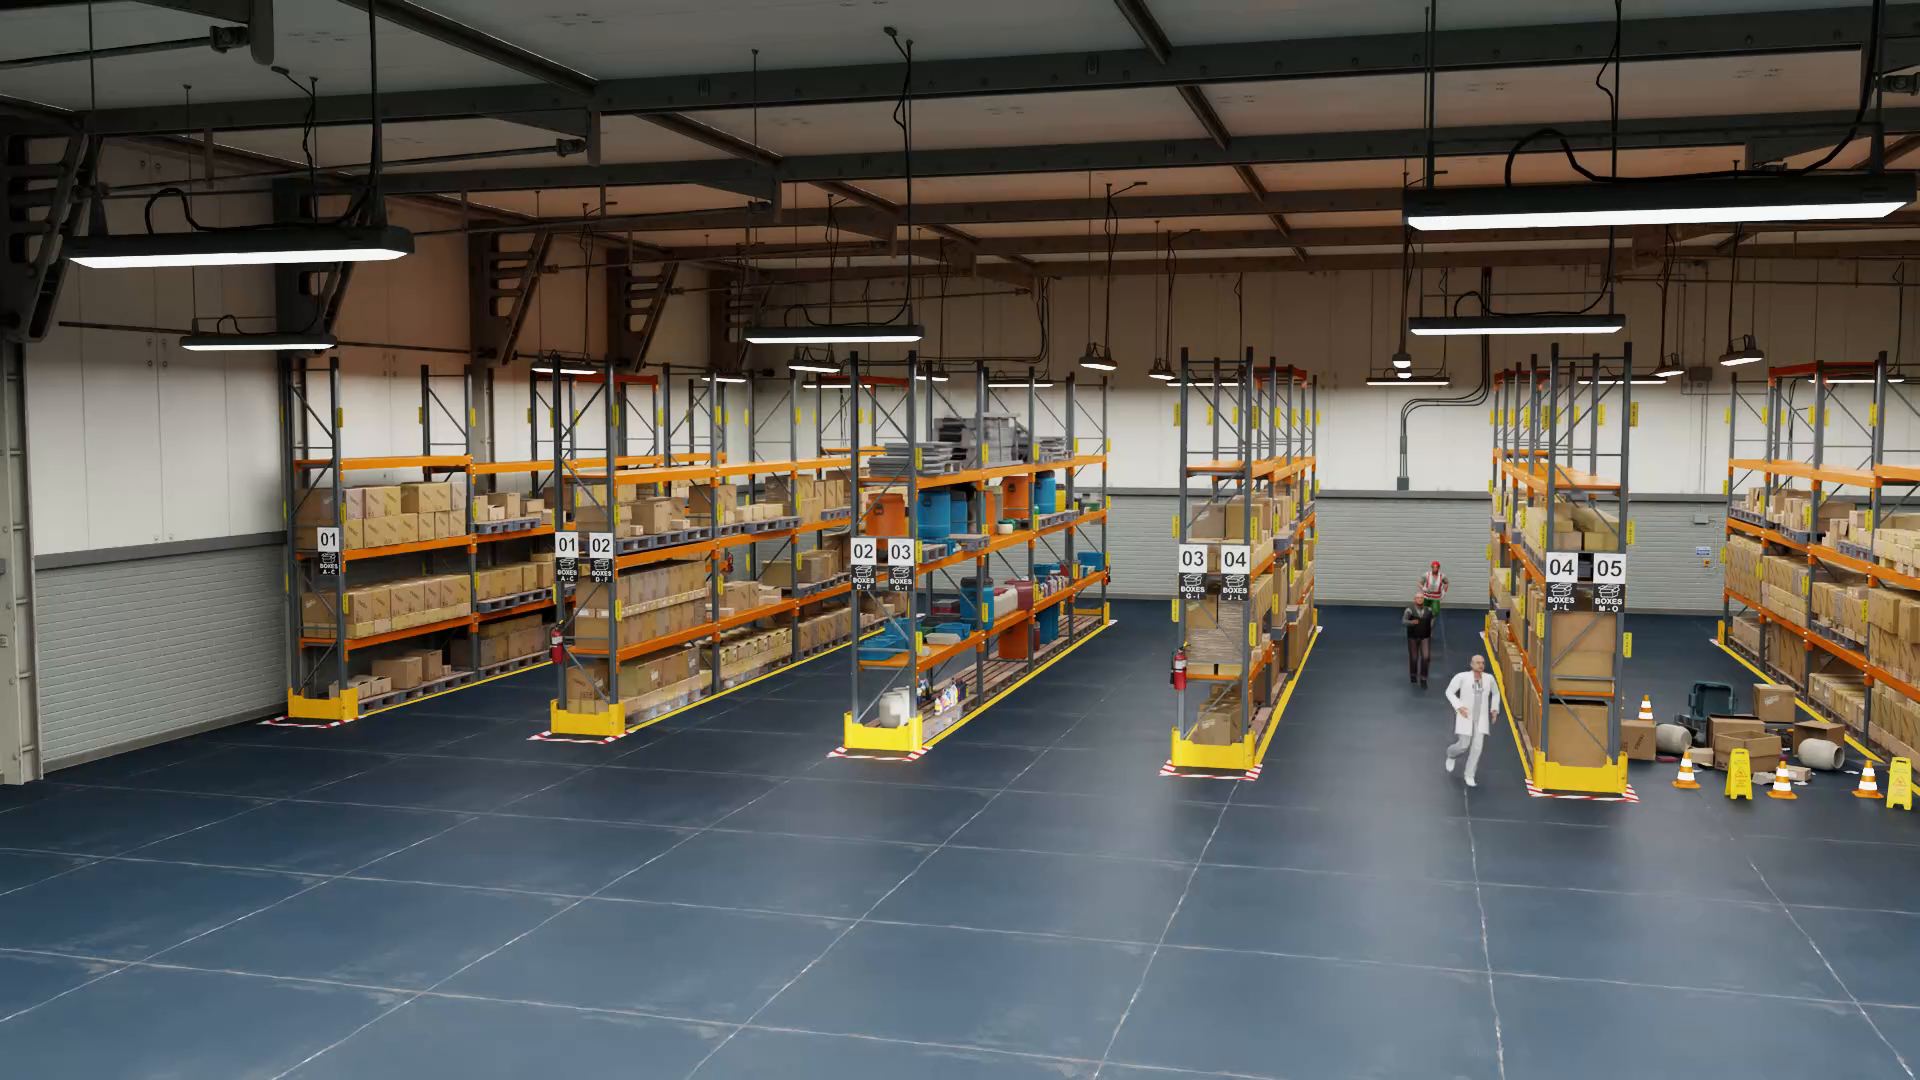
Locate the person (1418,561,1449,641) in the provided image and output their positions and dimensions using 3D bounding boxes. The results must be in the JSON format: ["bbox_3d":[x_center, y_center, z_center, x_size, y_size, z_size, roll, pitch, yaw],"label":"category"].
[{"bbox_3d":[10.733,1.351,37.713,0.682,1.784,0.883,1,4,11],"label":"person"}]

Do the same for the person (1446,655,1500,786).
[{"bbox_3d":[7.094,2.464,22.970,0.758,1.774,0.780,0,4,-2],"label":"person"}]

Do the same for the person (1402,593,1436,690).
[{"bbox_3d":[8.528,1.867,30.900,0.641,1.770,0.740,1,4,9],"label":"person"}]

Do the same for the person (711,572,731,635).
[{"bbox_3d":[-5.071,1.559,35.430,0.686,1.779,0.876,1,4,18],"label":"person"}]
